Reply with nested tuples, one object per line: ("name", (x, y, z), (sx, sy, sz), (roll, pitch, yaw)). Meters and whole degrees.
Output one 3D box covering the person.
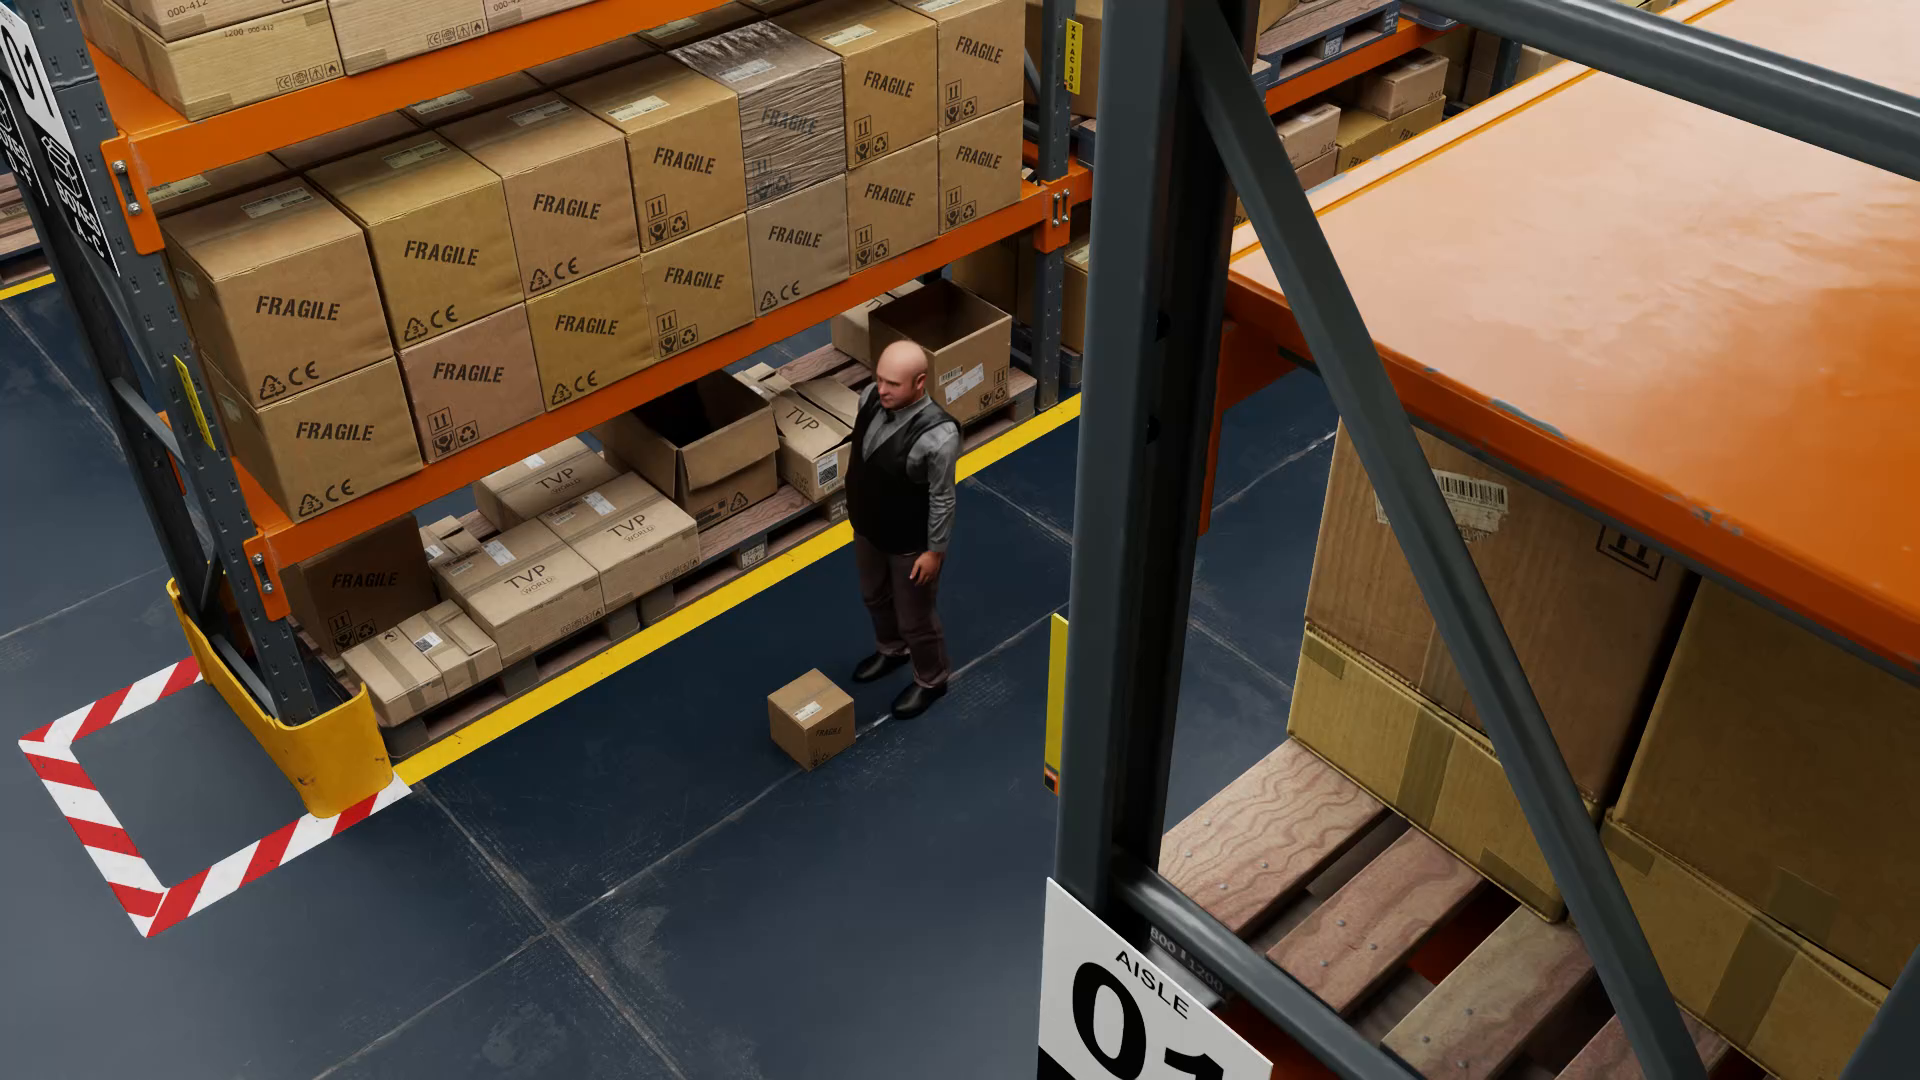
("person", (-0.231, -0.034, 6.551), (0.360, 1.717, 0.532), (-29, 48, -31))
